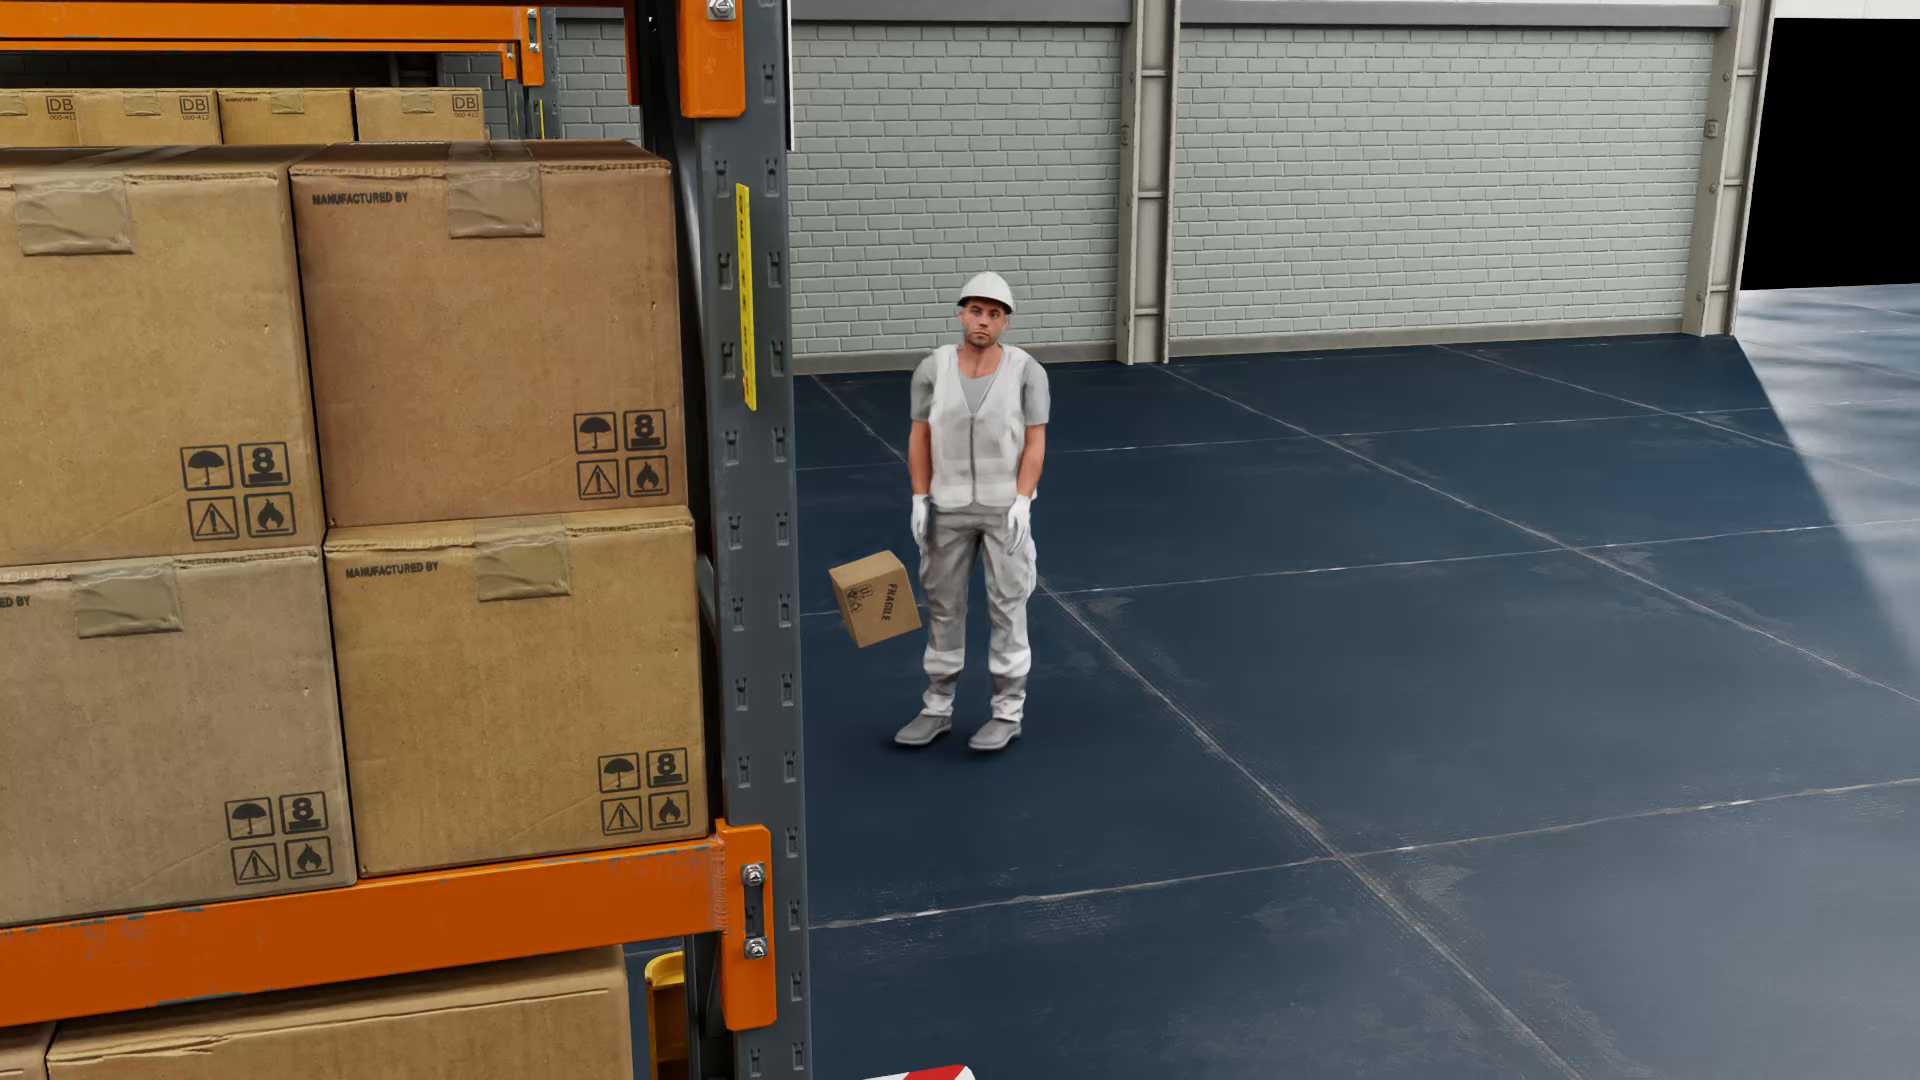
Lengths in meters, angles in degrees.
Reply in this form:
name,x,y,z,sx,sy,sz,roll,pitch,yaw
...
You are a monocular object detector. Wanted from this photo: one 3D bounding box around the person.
name,x,y,z,sx,sy,sz,roll,pitch,yaw
person,0.041,-0.095,6.236,0.563,1.802,0.436,3,16,9
